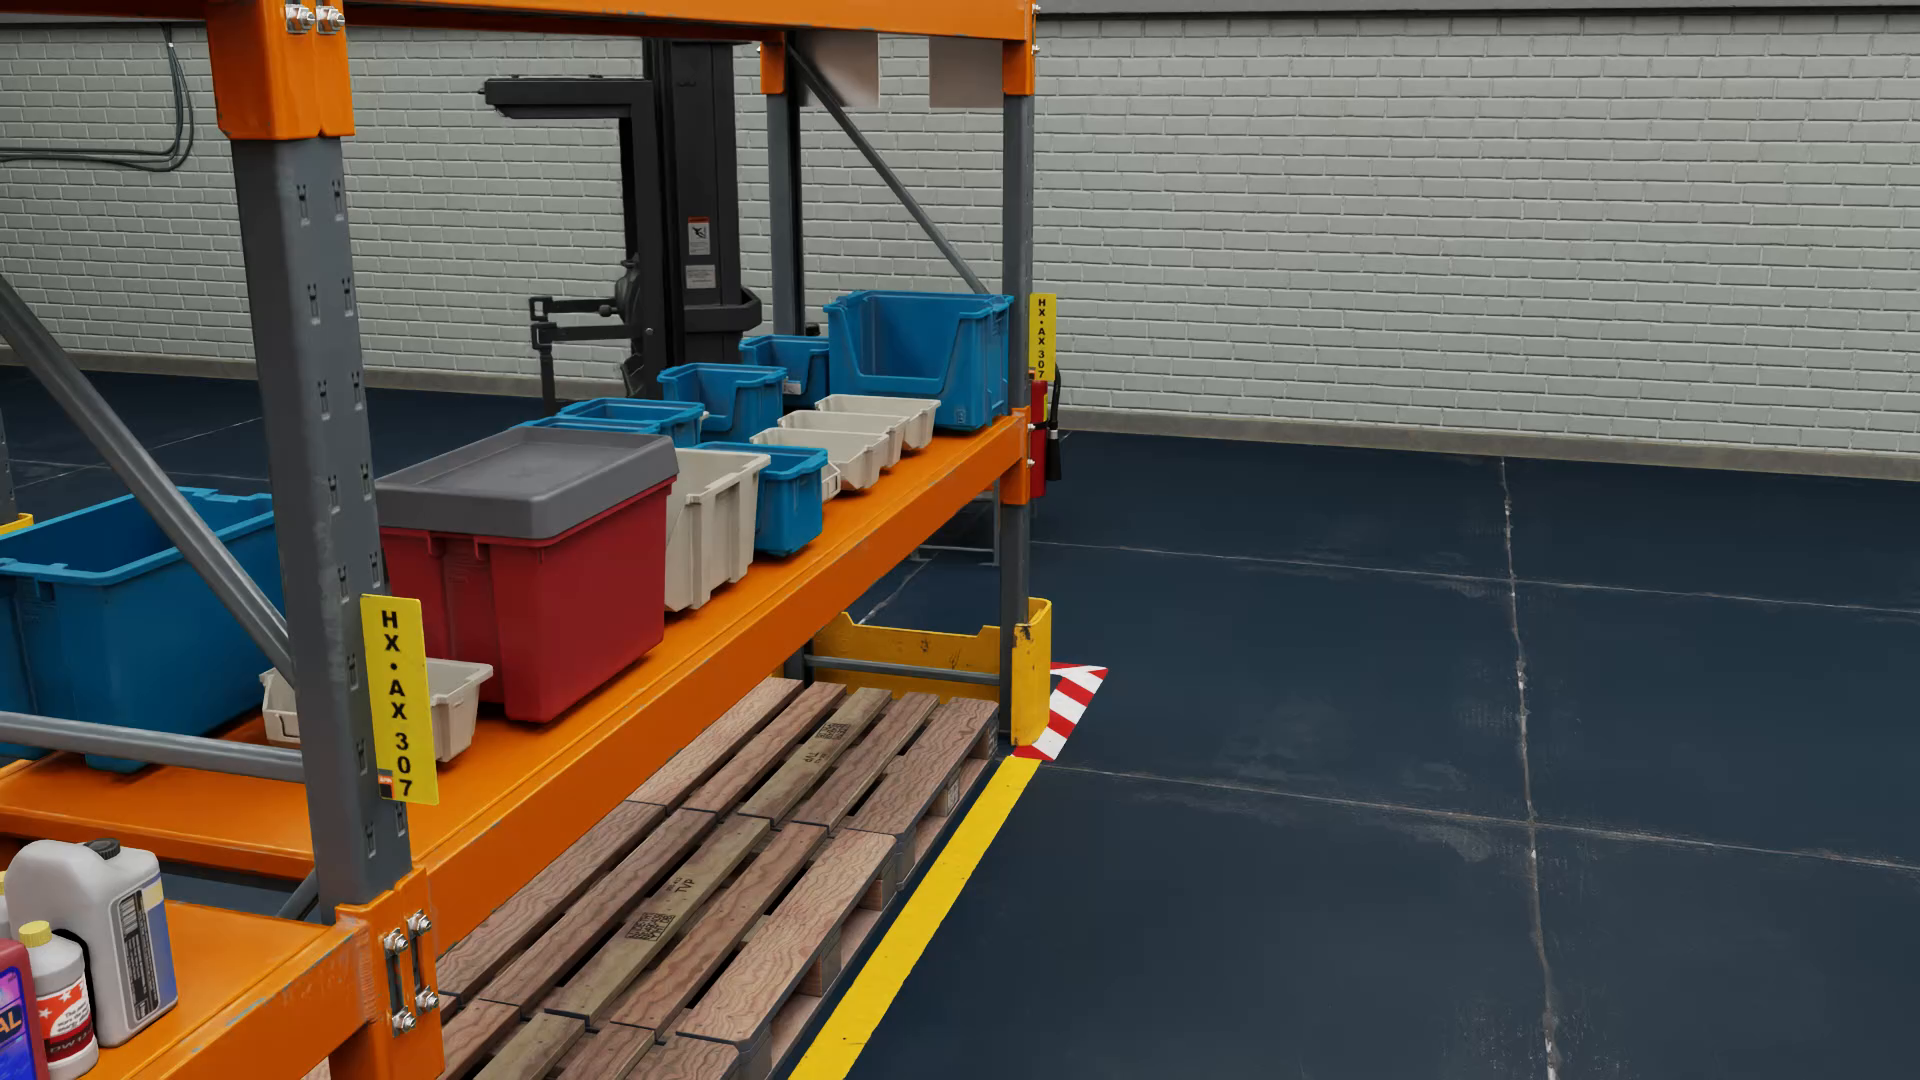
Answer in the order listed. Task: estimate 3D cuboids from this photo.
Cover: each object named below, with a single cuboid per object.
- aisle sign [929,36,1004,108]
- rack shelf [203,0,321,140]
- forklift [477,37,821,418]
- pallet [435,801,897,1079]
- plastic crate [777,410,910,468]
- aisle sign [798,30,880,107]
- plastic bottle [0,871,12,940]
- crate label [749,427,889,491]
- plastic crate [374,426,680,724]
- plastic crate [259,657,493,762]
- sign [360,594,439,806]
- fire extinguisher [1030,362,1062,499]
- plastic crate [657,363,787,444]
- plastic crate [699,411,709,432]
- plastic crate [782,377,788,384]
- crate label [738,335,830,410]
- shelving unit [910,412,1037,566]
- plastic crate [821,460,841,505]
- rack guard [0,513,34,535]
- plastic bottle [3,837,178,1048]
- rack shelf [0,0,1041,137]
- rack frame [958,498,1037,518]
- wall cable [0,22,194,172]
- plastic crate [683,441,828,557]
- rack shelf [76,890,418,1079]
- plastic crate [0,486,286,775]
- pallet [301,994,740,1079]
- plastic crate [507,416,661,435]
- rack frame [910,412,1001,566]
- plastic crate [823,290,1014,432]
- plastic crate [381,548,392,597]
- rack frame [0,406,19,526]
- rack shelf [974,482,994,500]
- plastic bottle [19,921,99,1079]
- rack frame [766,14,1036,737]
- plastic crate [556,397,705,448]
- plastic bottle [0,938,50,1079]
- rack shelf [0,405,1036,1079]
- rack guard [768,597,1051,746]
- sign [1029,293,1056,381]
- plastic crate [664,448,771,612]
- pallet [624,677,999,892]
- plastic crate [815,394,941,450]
[{"bbox_3d":[0.076,-1.963,5.990,0.394,0.787,0.004,5,16,16],"label":"aisle sign"},{"bbox_3d":[-1.930,-0.244,0.513,1.077,0.370,4.000,5,16,16],"label":"rack shelf"},{"bbox_3d":[-1.883,-1.304,8.555,3.031,2.935,1.130,-4,16,-14],"label":"forklift"},{"bbox_3d":[-0.845,1.156,4.867,1.003,0.211,1.213,5,16,16],"label":"pallet"},{"bbox_3d":[-0.379,-0.316,5.321,0.396,0.136,0.243,5,16,16],"label":"plastic crate"},{"bbox_3d":[-0.489,-2.009,6.151,0.394,0.787,0.004,5,16,16],"label":"aisle sign"},{"bbox_3d":[-1.289,0.549,2.261,0.097,0.201,0.097,0,16,0],"label":"plastic bottle"},{"bbox_3d":[-0.435,-0.242,5.057,0.396,0.136,0.243,5,16,16],"label":"crate label"},{"bbox_3d":[-0.868,0.056,3.407,0.402,0.464,0.583,5,16,16],"label":"plastic crate"},{"bbox_3d":[-1.092,0.317,3.086,0.396,0.136,0.243,5,16,16],"label":"plastic crate"},{"bbox_3d":[-0.835,0.240,2.479,0.100,0.325,0.005,5,16,16],"label":"sign"},{"bbox_3d":[0.254,-0.504,6.434,0.296,0.674,0.183,5,16,16],"label":"fire extinguisher"},{"bbox_3d":[-0.798,-0.453,5.628,0.416,0.233,0.300,5,16,16],"label":"plastic crate"},{"bbox_3d":[-0.974,-0.324,5.349,0.250,0.136,0.298,5,16,16],"label":"plastic crate"},{"bbox_3d":[-0.781,-0.502,5.975,0.250,0.136,0.298,5,16,16],"label":"plastic crate"},{"bbox_3d":[-0.611,-0.626,6.235,0.416,0.233,0.303,5,16,16],"label":"crate label"},{"bbox_3d":[0.092,-0.556,9.229,0.538,1.125,1.048,4,16,12],"label":"shelving unit"},{"bbox_3d":[-0.501,-0.163,4.779,0.298,0.136,0.250,5,16,16],"label":"plastic crate"},{"bbox_3d":[-4.995,0.121,7.987,1.175,0.500,0.348,5,16,16],"label":"rack guard"},{"bbox_3d":[-1.164,0.518,2.233,0.152,0.276,0.135,5,16,16],"label":"plastic bottle"},{"bbox_3d":[-0.793,-1.290,4.202,1.077,0.370,4.000,5,16,16],"label":"rack shelf"},{"bbox_3d":[0.204,-0.692,9.706,0.500,1.125,0.032,4,16,12],"label":"rack frame"},{"bbox_3d":[-7.774,-4.329,13.791,3.097,2.526,0.112,5,16,16],"label":"wall cable"},{"bbox_3d":[-0.563,-0.108,4.408,0.416,0.233,0.300,5,16,16],"label":"plastic crate"},{"bbox_3d":[-1.930,1.199,0.922,1.077,0.370,4.000,5,16,16],"label":"rack shelf"},{"bbox_3d":[-1.556,0.160,3.186,0.392,0.384,0.575,5,16,16],"label":"plastic crate"},{"bbox_3d":[-1.190,1.476,3.738,1.003,0.211,1.213,5,16,16],"label":"pallet"},{"bbox_3d":[-1.070,-0.203,4.744,0.416,0.233,0.300,5,16,16],"label":"plastic crate"},{"bbox_3d":[-0.020,-0.421,8.752,0.500,1.125,0.032,4,16,12],"label":"rack frame"},{"bbox_3d":[-0.141,-0.660,5.985,0.616,0.435,0.499,5,16,16],"label":"plastic crate"},{"bbox_3d":[-1.301,0.120,3.804,0.437,0.125,0.590,5,16,16],"label":"plastic crate"},{"bbox_3d":[-4.973,-1.101,7.716,1.000,3.000,0.127,5,16,16],"label":"rack frame"},{"bbox_3d":[0.092,-0.321,9.296,0.538,0.278,1.000,4,16,12],"label":"rack shelf"},{"bbox_3d":[-1.170,0.586,2.129,0.097,0.201,0.097,0,16,0],"label":"plastic bottle"},{"bbox_3d":[-0.225,-0.716,6.358,1.000,3.000,0.127,5,16,16],"label":"rack frame"},{"bbox_3d":[-0.985,-0.281,5.020,0.416,0.233,0.300,5,16,16],"label":"plastic crate"},{"bbox_3d":[-1.186,0.578,2.007,0.061,0.283,0.133,5,16,16],"label":"plastic bottle"},{"bbox_3d":[-0.793,0.153,4.611,1.077,0.370,4.000,5,16,16],"label":"rack shelf"},{"bbox_3d":[-0.231,0.479,6.725,1.175,0.500,0.348,5,16,16],"label":"rack guard"},{"bbox_3d":[0.307,-0.756,6.200,0.100,0.325,0.005,5,16,16],"label":"sign"},{"bbox_3d":[-0.751,-0.027,4.035,0.437,0.282,0.530,5,16,16],"label":"plastic crate"},{"bbox_3d":[-0.497,0.838,5.988,1.003,0.211,1.213,5,16,16],"label":"pallet"},{"bbox_3d":[-0.283,-0.391,5.584,0.396,0.136,0.243,5,16,16],"label":"plastic crate"}]
